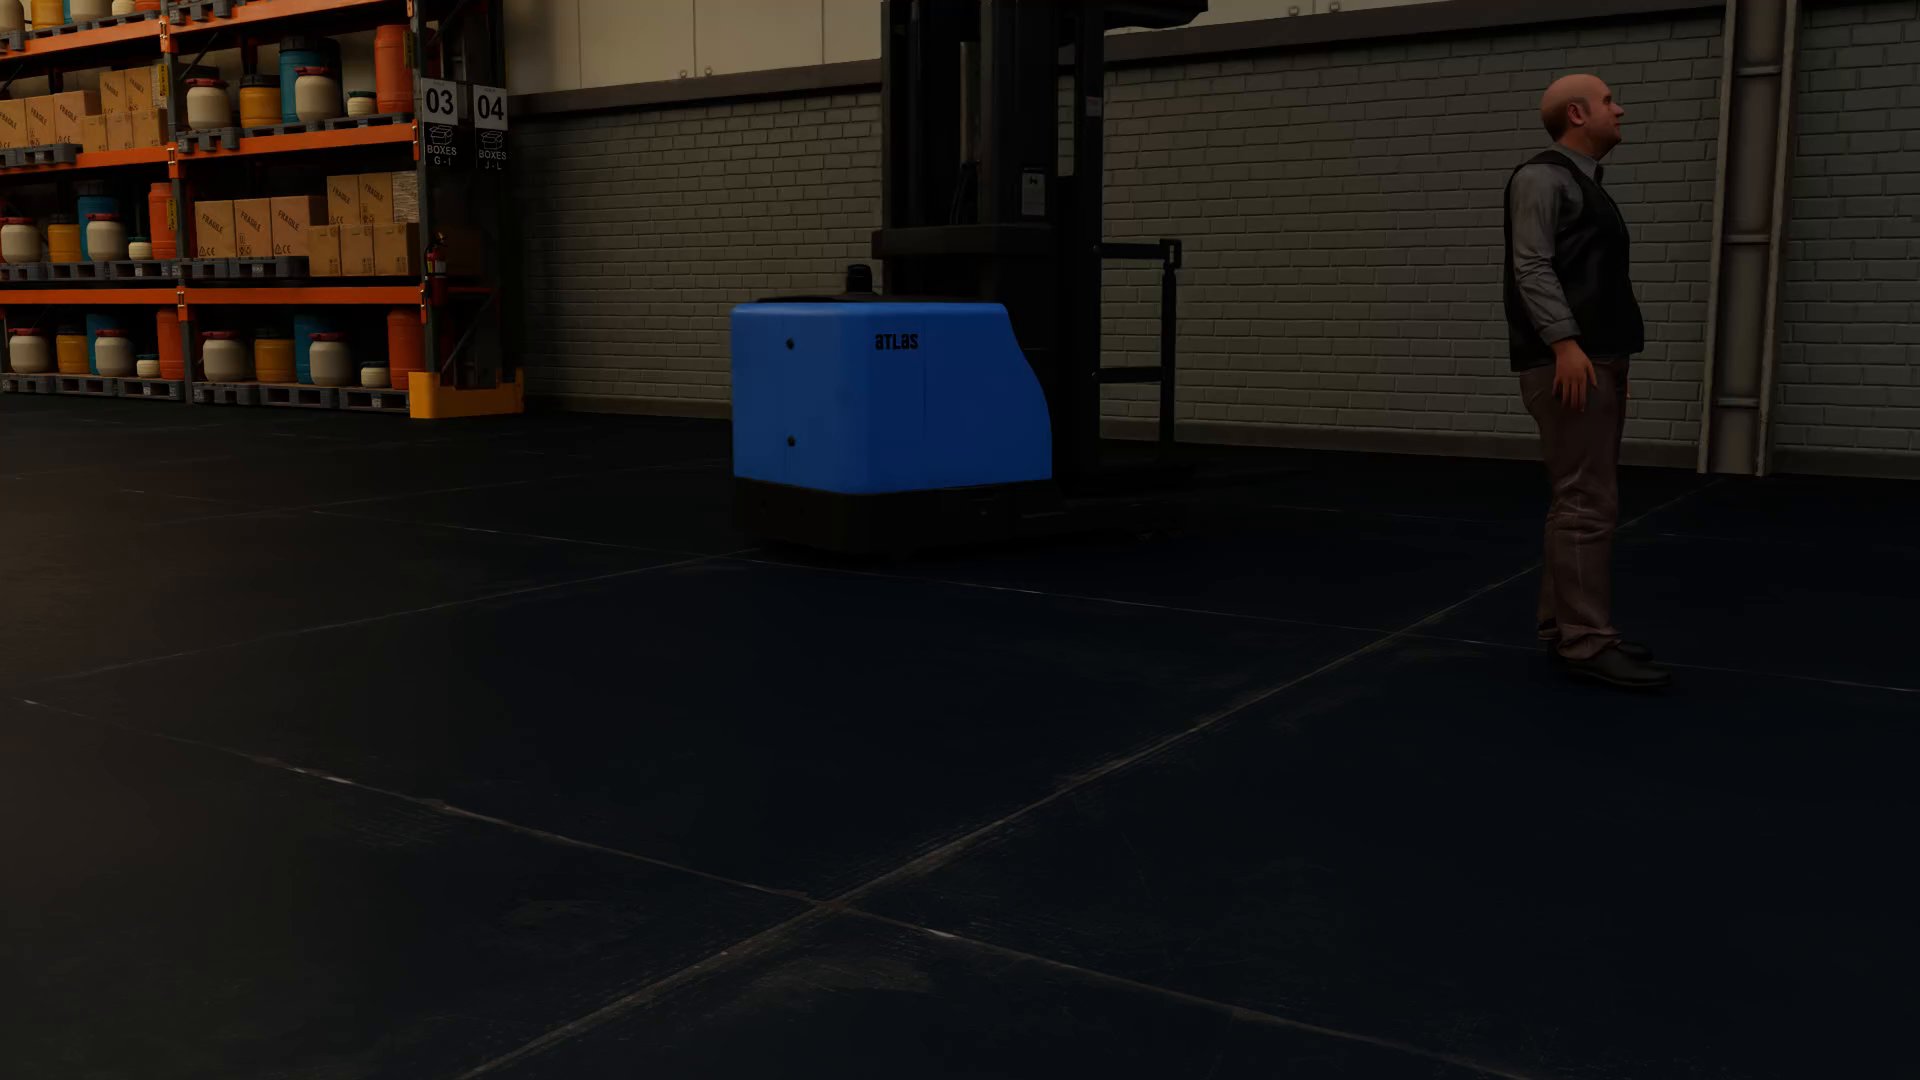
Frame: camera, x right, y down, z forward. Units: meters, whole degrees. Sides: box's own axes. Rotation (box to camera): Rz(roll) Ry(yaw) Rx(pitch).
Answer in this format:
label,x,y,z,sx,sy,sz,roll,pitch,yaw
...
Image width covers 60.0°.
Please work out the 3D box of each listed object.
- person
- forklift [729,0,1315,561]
label,x,y,z,sx,sy,sz,roll,pitch,yaw
person,1.868,-0.484,4.839,0.569,1.720,0.632,5,10,33
forklift,0.446,-1.507,7.791,3.031,2.935,1.130,-6,10,-37
